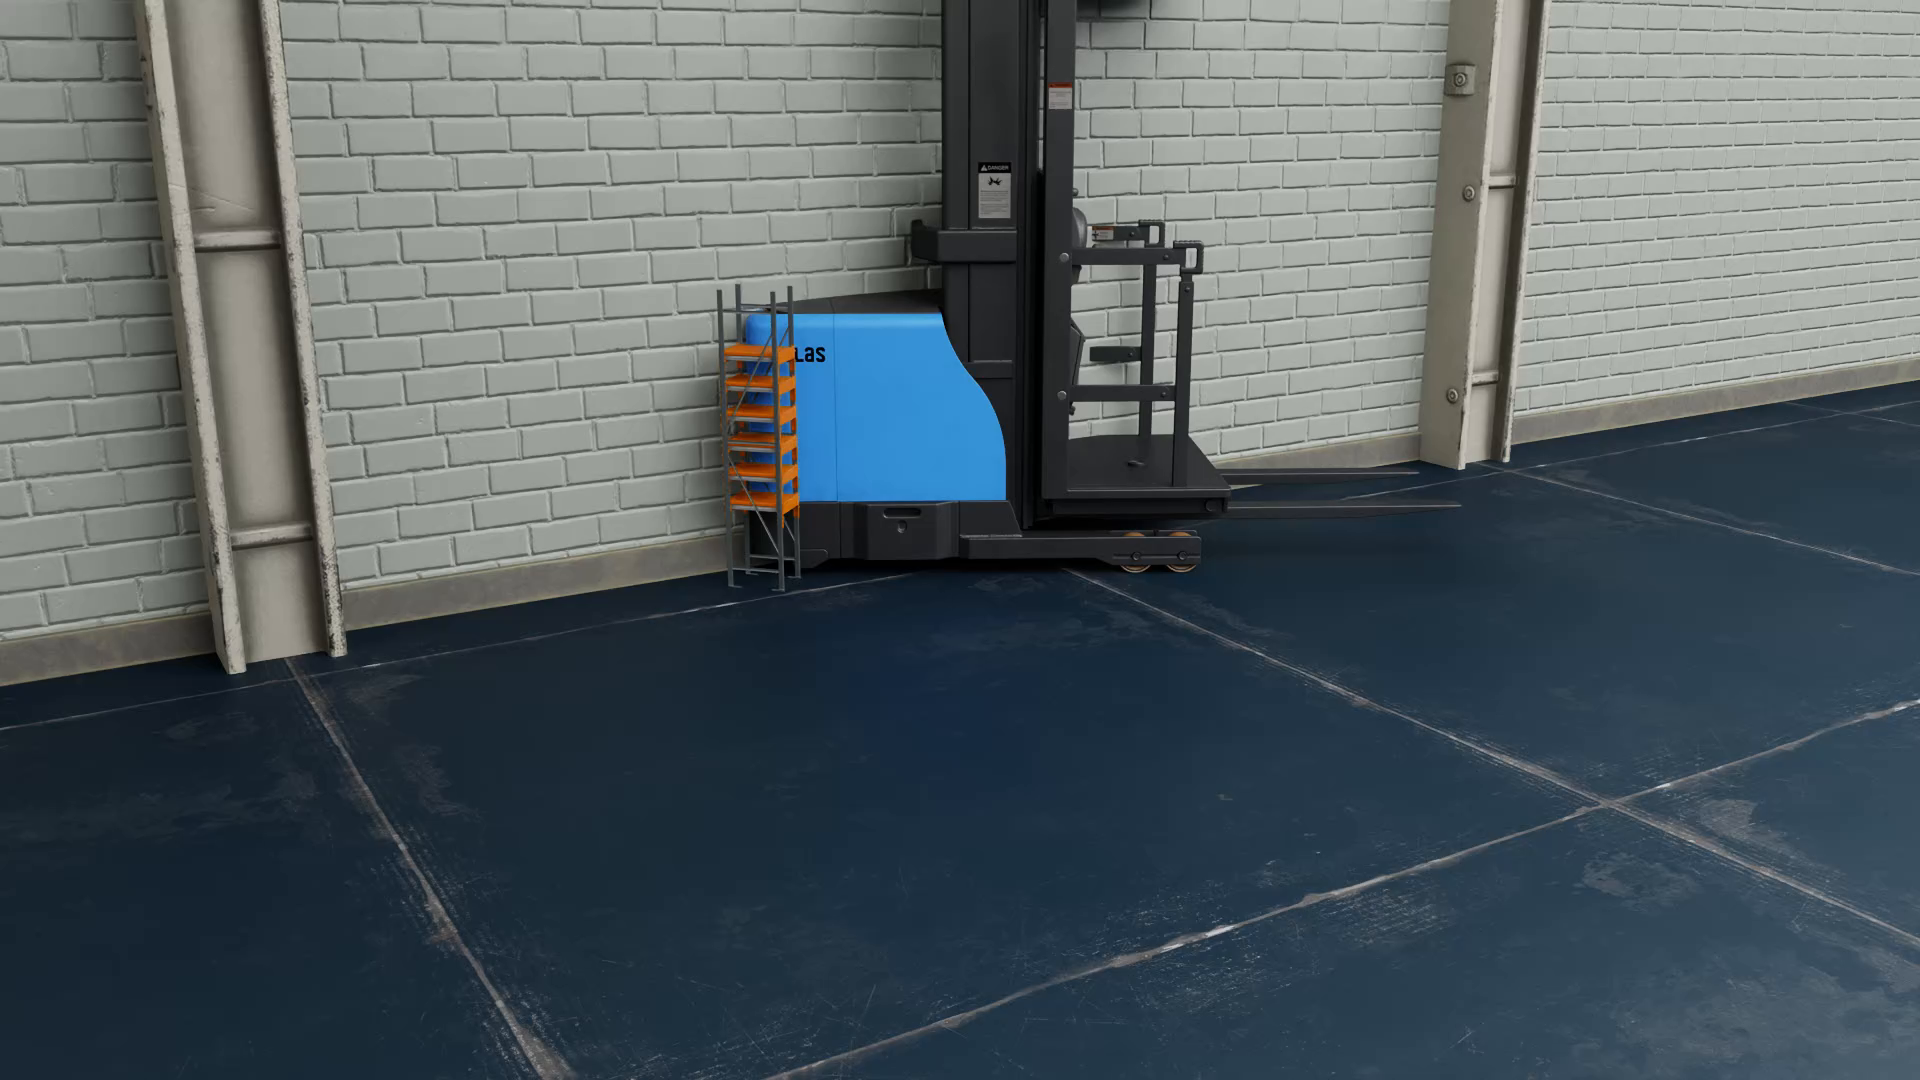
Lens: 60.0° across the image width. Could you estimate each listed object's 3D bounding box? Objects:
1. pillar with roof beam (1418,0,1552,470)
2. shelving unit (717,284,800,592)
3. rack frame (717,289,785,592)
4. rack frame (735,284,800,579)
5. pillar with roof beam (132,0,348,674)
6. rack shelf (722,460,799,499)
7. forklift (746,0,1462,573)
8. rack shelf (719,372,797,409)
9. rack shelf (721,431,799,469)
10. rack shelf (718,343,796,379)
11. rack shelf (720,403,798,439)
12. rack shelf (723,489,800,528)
[{"bbox_3d":[4.921,-3.769,4.183,0.400,9.000,9.100,-9,18,-30],"label":"pillar with roof beam"},{"bbox_3d":[-0.797,-0.403,6.623,0.258,1.200,0.189,4,16,15],"label":"shelving unit"},{"bbox_3d":[-0.821,-0.379,6.538,0.240,1.200,0.006,4,16,15],"label":"rack frame"},{"bbox_3d":[-0.773,-0.427,6.708,0.240,1.200,0.006,4,16,15],"label":"rack frame"},{"bbox_3d":[-0.222,-2.935,1.207,0.400,9.000,9.100,-9,18,-30],"label":"pillar with roof beam"},{"bbox_3d":[-0.797,-0.244,6.668,0.258,0.103,0.180,4,16,15],"label":"rack shelf"},{"bbox_3d":[0.622,-1.417,7.036,3.031,2.935,1.130,-1,16,-2],"label":"forklift"},{"bbox_3d":[-0.797,-0.591,6.571,0.258,0.103,0.180,4,16,15],"label":"rack shelf"},{"bbox_3d":[-0.797,-0.360,6.635,0.258,0.103,0.180,4,16,15],"label":"rack shelf"},{"bbox_3d":[-0.797,-0.707,6.538,0.258,0.103,0.180,4,16,15],"label":"rack shelf"},{"bbox_3d":[-0.797,-0.475,6.603,0.258,0.103,0.180,4,16,15],"label":"rack shelf"},{"bbox_3d":[-0.797,-0.129,6.700,0.258,0.103,0.180,4,16,15],"label":"rack shelf"}]
